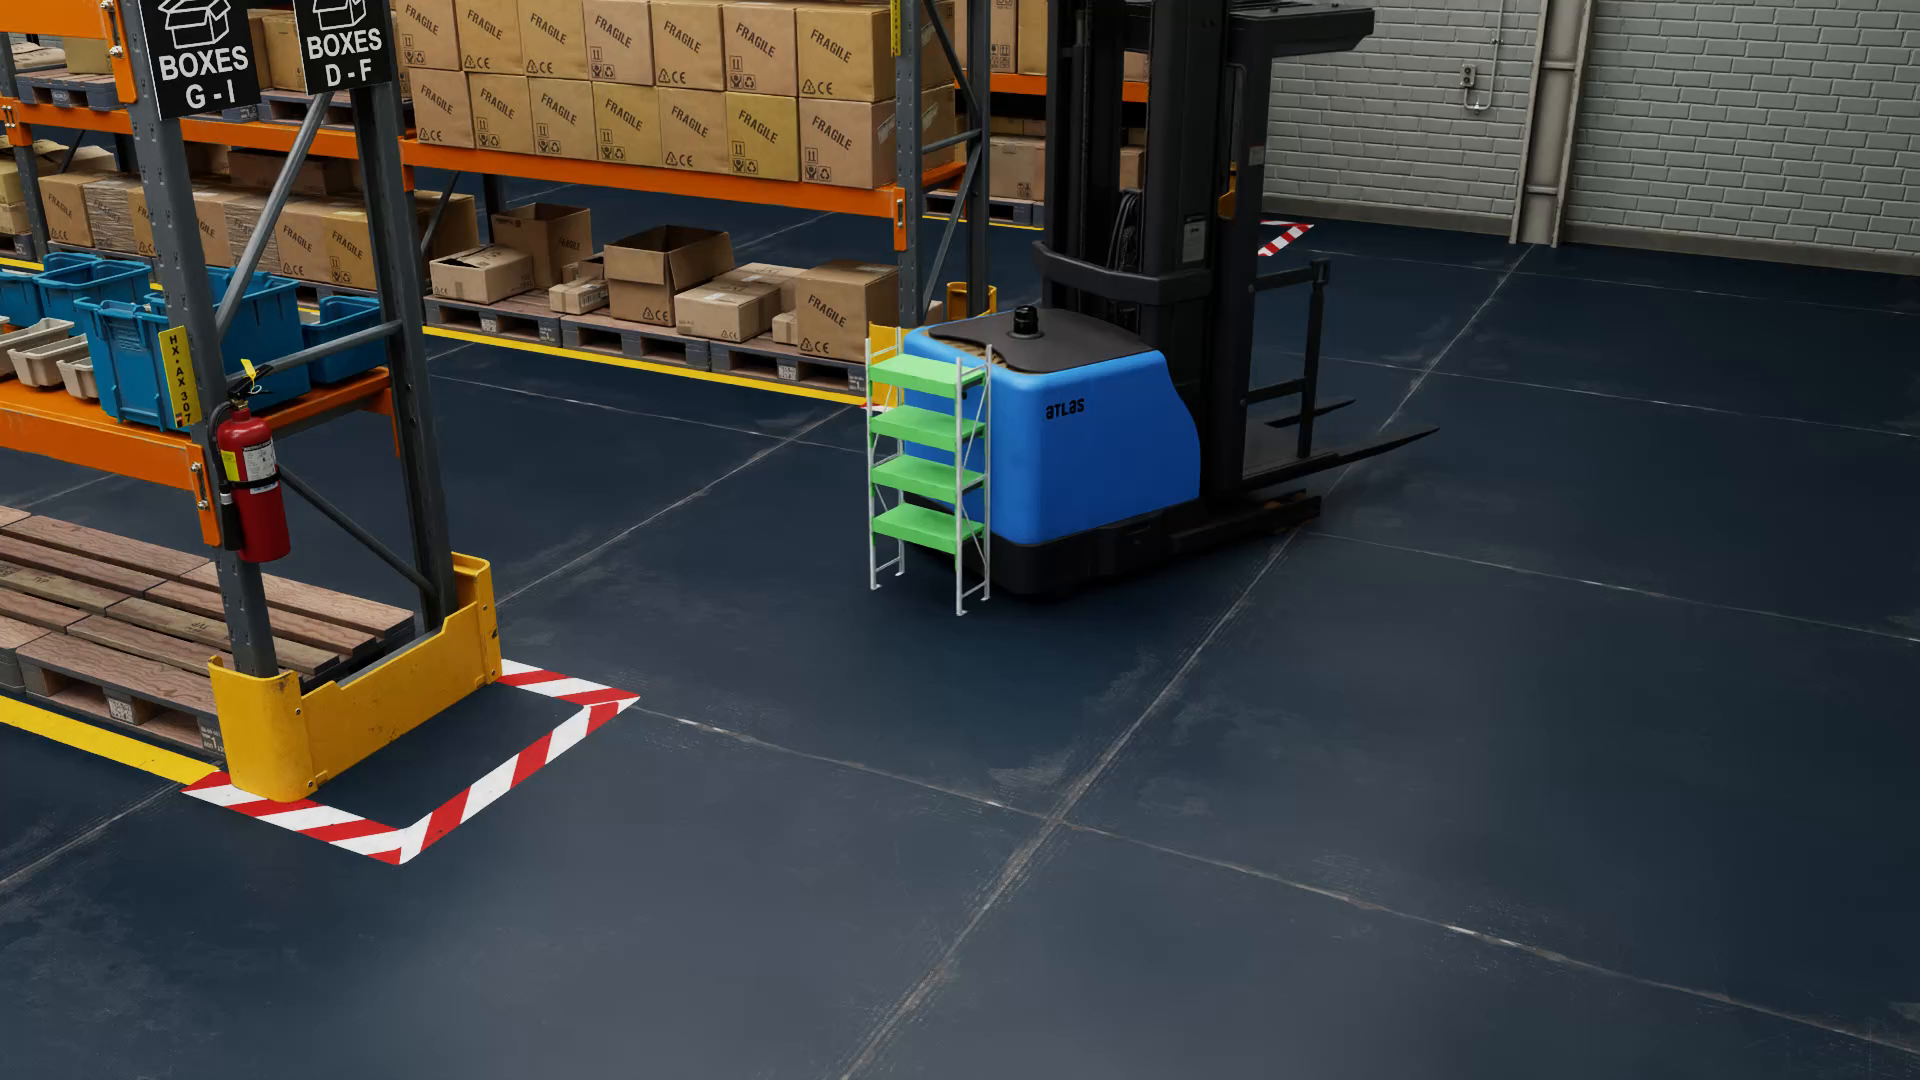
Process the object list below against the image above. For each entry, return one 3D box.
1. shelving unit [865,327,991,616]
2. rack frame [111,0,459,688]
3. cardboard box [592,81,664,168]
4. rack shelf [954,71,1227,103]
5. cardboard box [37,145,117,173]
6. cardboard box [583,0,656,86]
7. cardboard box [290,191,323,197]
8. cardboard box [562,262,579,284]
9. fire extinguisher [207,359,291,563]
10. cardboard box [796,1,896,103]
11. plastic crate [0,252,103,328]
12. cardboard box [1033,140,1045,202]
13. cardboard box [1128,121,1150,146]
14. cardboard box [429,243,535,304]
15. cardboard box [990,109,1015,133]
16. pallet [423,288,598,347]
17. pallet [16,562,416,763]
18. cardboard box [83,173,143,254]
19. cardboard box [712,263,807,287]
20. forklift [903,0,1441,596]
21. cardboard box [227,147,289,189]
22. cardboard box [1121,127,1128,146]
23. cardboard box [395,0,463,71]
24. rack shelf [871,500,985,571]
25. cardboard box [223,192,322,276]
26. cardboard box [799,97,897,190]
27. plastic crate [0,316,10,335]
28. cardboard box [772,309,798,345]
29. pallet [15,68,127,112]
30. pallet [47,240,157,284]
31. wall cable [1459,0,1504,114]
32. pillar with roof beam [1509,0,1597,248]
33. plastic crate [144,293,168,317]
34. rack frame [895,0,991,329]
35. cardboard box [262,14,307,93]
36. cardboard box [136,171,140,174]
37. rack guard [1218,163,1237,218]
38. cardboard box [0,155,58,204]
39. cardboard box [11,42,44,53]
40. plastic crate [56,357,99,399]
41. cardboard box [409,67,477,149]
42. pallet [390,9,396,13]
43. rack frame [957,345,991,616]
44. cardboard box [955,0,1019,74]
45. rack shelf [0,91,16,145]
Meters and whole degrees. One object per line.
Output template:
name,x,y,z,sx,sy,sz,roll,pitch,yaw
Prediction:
shelving unit,-0.139,-0.305,7.434,0.503,1.200,0.258,15,28,32
rack frame,-2.328,-0.655,5.956,0.127,3.000,1.000,11,25,25
cardboard box,-1.969,-2.683,10.599,0.500,0.500,0.500,11,25,24
rack shelf,0.357,-4.137,15.064,4.000,0.370,1.077,11,25,25
cardboard box,-7.564,-3.178,14.149,0.500,0.311,0.500,12,26,26
cardboard box,-1.985,-3.142,10.400,0.500,0.500,0.500,12,26,26
cardboard box,-4.905,-2.494,12.914,0.500,0.500,0.500,12,26,25
cardboard box,-2.661,-1.934,12.045,0.250,0.149,0.380,11,25,25
fire extinguisher,-2.398,-0.262,5.609,0.183,0.674,0.296,11,25,25
cardboard box,-0.611,-2.873,9.766,0.500,0.500,0.500,11,25,24
plastic crate,-3.843,-1.049,7.022,0.300,0.233,0.416,11,25,25
cardboard box,1.026,-3.335,14.916,0.500,0.500,0.700,11,25,24
cardboard box,1.674,-3.593,14.693,0.250,0.149,0.380,11,26,25
cardboard box,-3.382,-1.906,11.772,0.500,0.311,0.500,11,25,25
cardboard box,0.316,-3.861,15.324,0.250,0.149,0.380,11,25,24
pallet,-3.047,-1.685,11.943,1.213,0.211,1.003,11,25,25
pallet,-3.046,0.469,6.876,1.213,0.211,1.003,11,25,25
cardboard box,-6.482,-2.578,13.111,0.500,0.500,0.500,10,25,23
cardboard box,-1.339,-1.693,11.349,0.500,0.250,0.500,11,25,25
forklift,1.214,-1.529,8.100,3.031,2.935,1.130,-15,28,-32
cardboard box,-5.321,-2.923,12.964,0.500,0.250,0.500,11,25,24
cardboard box,1.276,-3.504,14.485,0.250,0.149,0.380,11,25,24
cardboard box,-3.366,-3.415,11.042,0.500,0.500,0.500,12,26,26
rack shelf,-0.139,-0.025,7.553,0.480,0.148,0.258,15,28,32
cardboard box,-5.114,-2.308,12.477,0.500,0.500,0.500,12,26,25
cardboard box,-0.612,-2.414,9.966,0.500,0.500,0.500,12,26,26
plastic crate,-3.922,-0.784,6.522,0.250,0.136,0.298,11,25,25
cardboard box,-1.007,-1.395,10.757,0.250,0.166,0.380,11,25,25
pallet,-6.592,-3.613,13.158,1.003,0.211,1.213,11,25,25
pallet,-6.580,-2.368,13.549,1.213,0.211,1.003,11,25,25
wall cable,3.712,-4.686,14.139,1.851,1.984,0.084,11,25,25
pillar with roof beam,3.000,-5.197,8.972,0.400,9.000,9.100,11,25,25
plastic crate,-2.987,-0.880,6.624,0.300,0.233,0.416,11,25,25
rack frame,-0.090,-2.384,10.023,0.127,3.000,1.000,11,25,25
cardboard box,-4.623,-3.591,12.196,0.500,0.500,0.700,16,28,33
cardboard box,-6.288,-2.766,13.552,0.500,0.500,0.500,12,26,27
rack guard,2.164,-2.960,14.572,0.348,0.500,1.175,11,25,25
cardboard box,-7.808,-2.989,13.706,0.500,0.311,0.500,12,26,26
cardboard box,-7.940,-3.981,13.892,0.500,0.311,0.500,11,25,24
plastic crate,-3.137,-0.642,6.186,0.243,0.136,0.396,11,25,25
cardboard box,-3.327,-2.951,11.229,0.500,0.500,0.500,12,26,26
pallet,-5.681,-5.528,17.660,1.003,0.211,1.213,11,25,25
rack frame,0.060,-0.250,7.304,0.015,1.200,0.240,15,28,32
cardboard box,0.352,-4.602,14.854,0.700,0.700,0.980,10,25,22
rack shelf,-9.014,-3.819,14.316,4.000,0.370,1.077,11,25,25
